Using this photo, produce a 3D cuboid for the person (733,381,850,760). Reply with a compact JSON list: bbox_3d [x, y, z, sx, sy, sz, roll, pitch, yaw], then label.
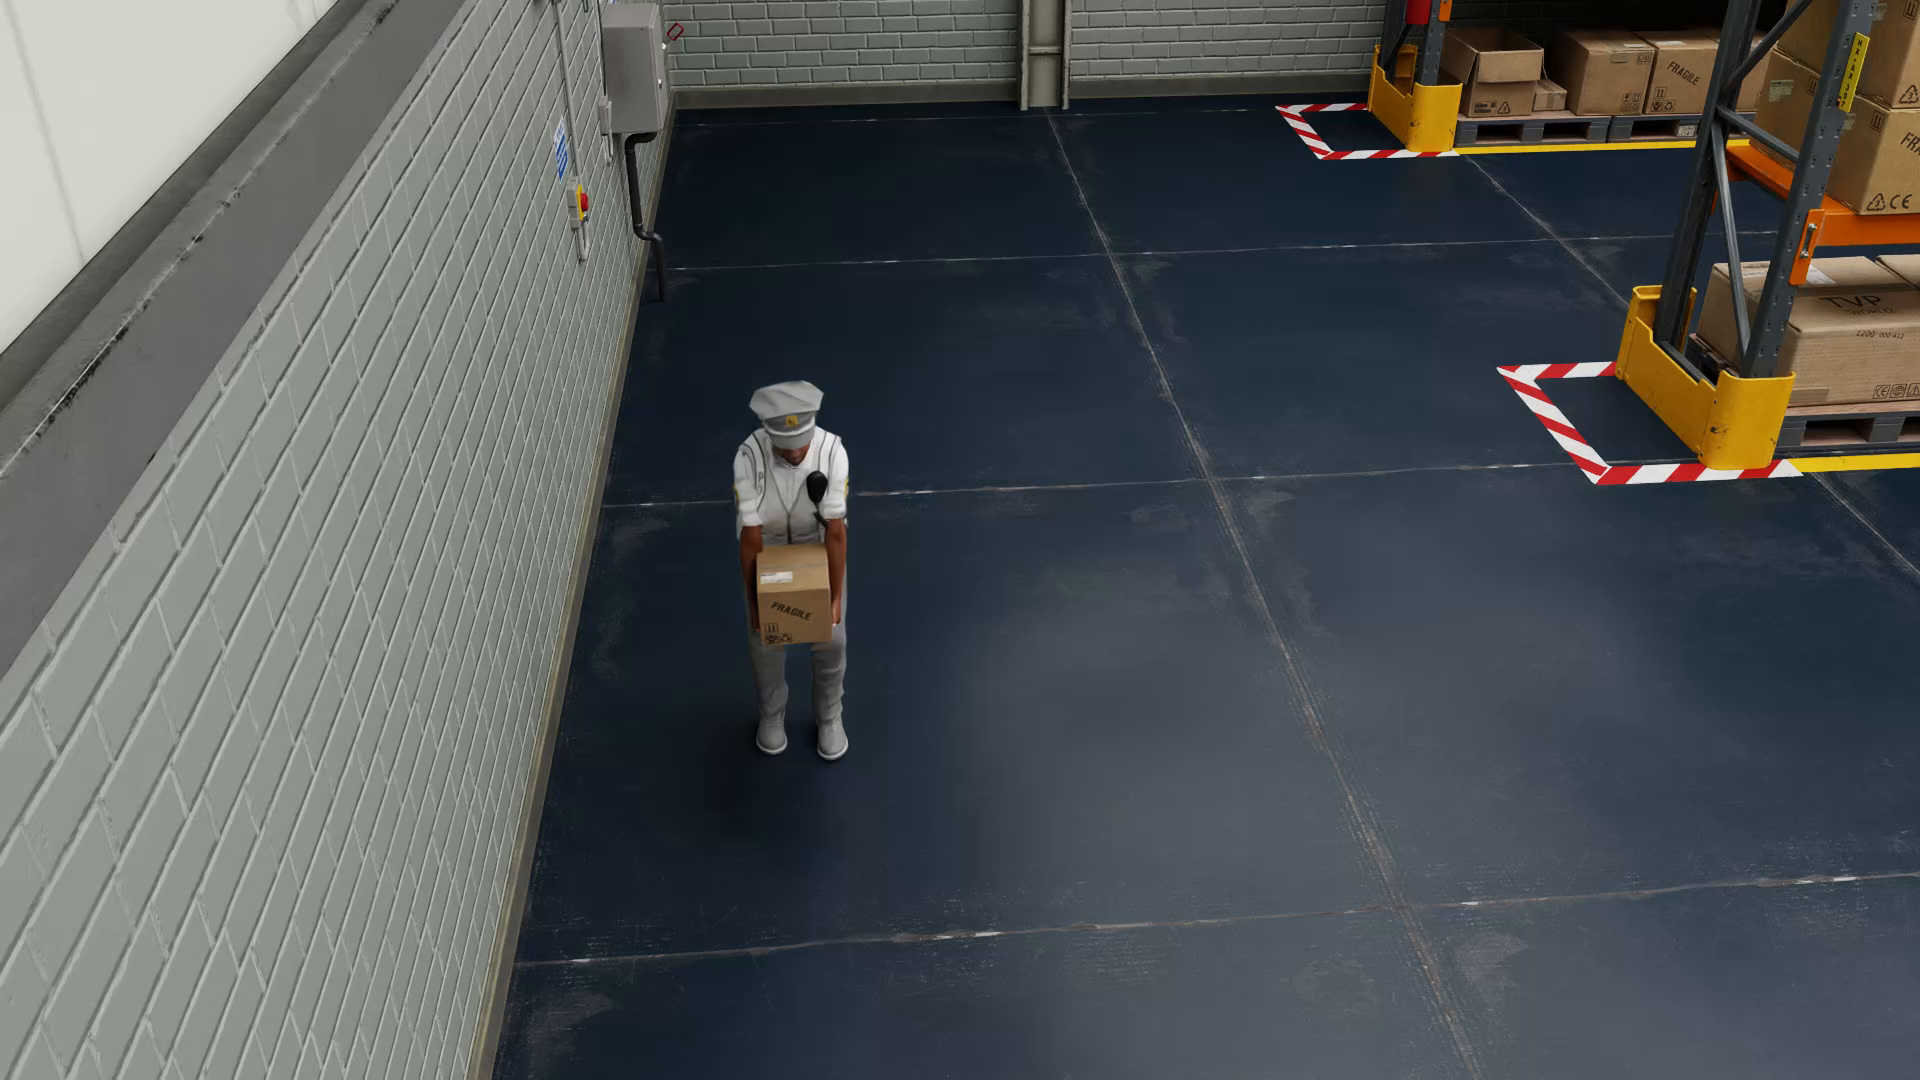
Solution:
[{"bbox_3d":[-0.597,0.107,6.032,0.413,1.595,0.575,-3,31,-5],"label":"person"}]
